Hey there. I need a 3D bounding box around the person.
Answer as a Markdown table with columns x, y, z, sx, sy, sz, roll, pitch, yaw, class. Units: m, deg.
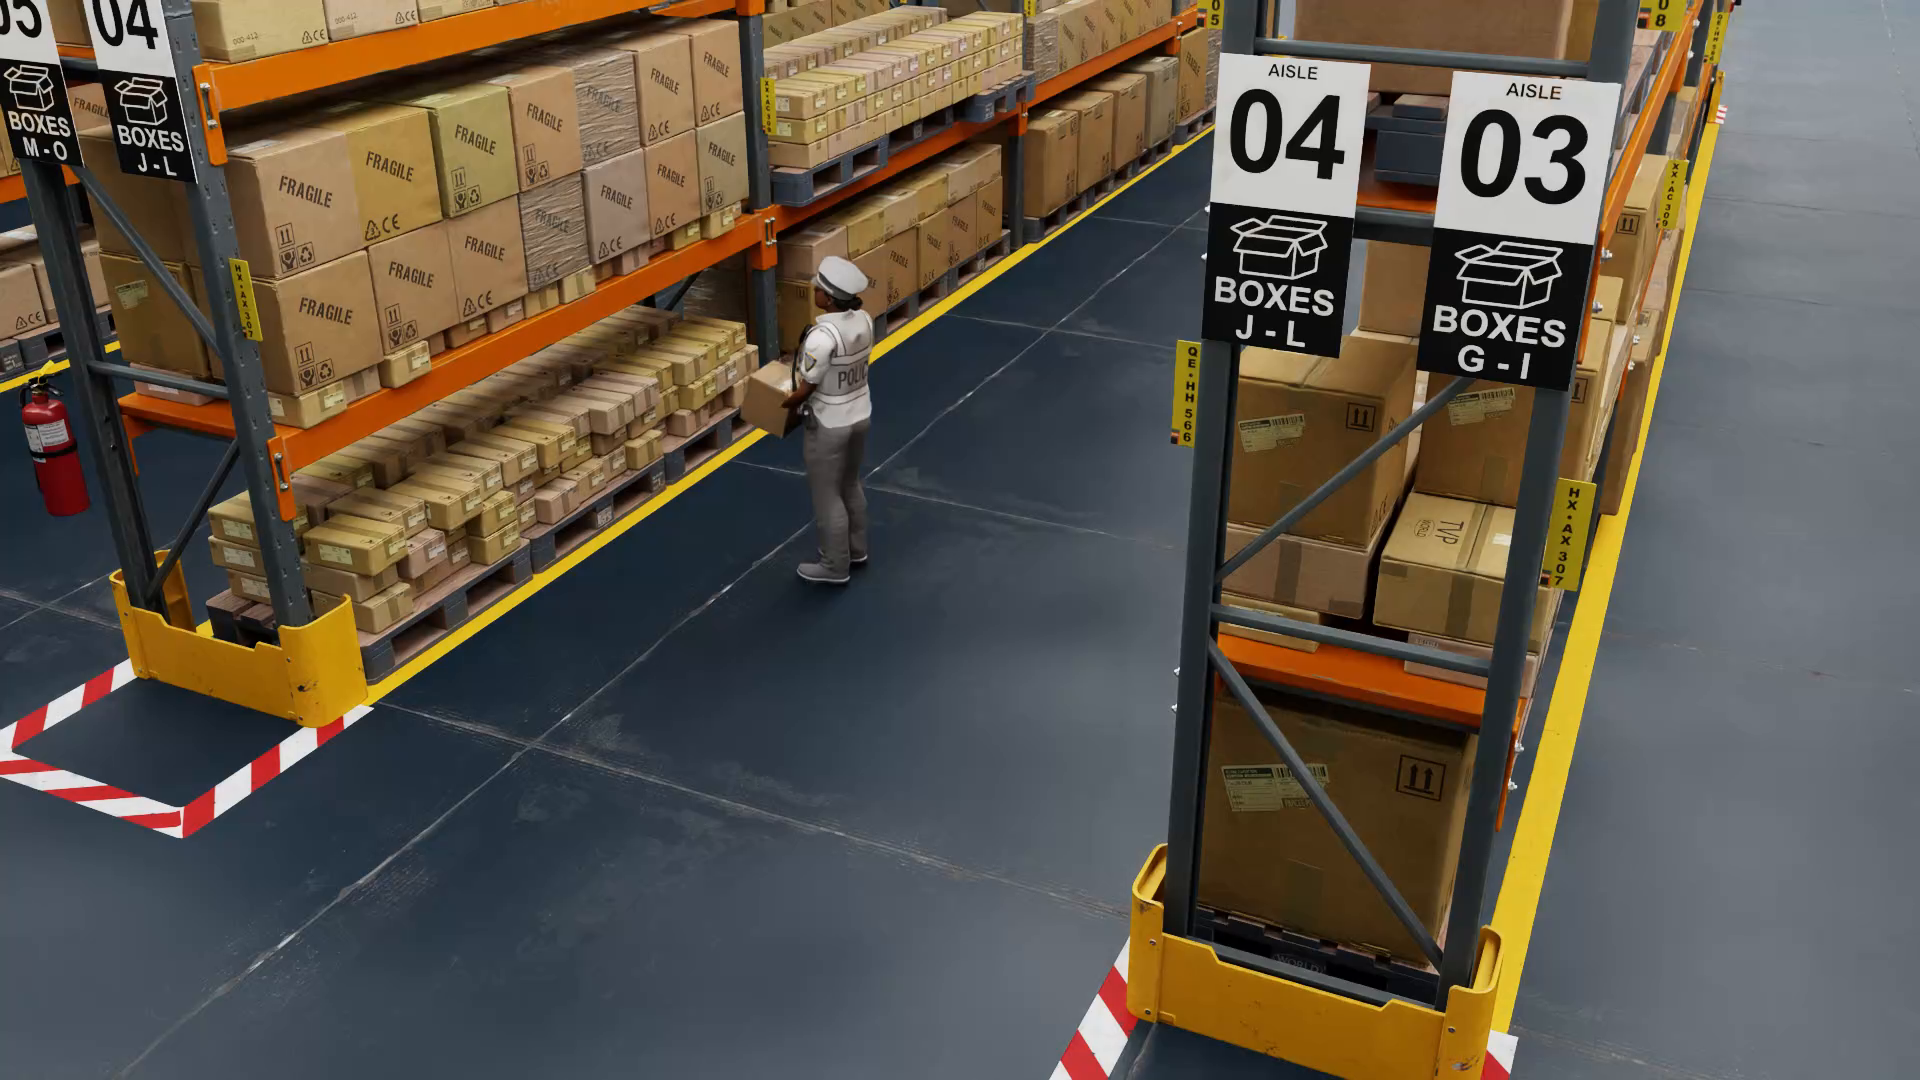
| x | y | z | sx | sy | sz | roll | pitch | yaw | class |
| --- | --- | --- | --- | --- | --- | --- | --- | --- | --- |
| -0.677 | -0.600 | 8.283 | 0.519 | 1.702 | 0.461 | 15 | 30 | 28 | person |
